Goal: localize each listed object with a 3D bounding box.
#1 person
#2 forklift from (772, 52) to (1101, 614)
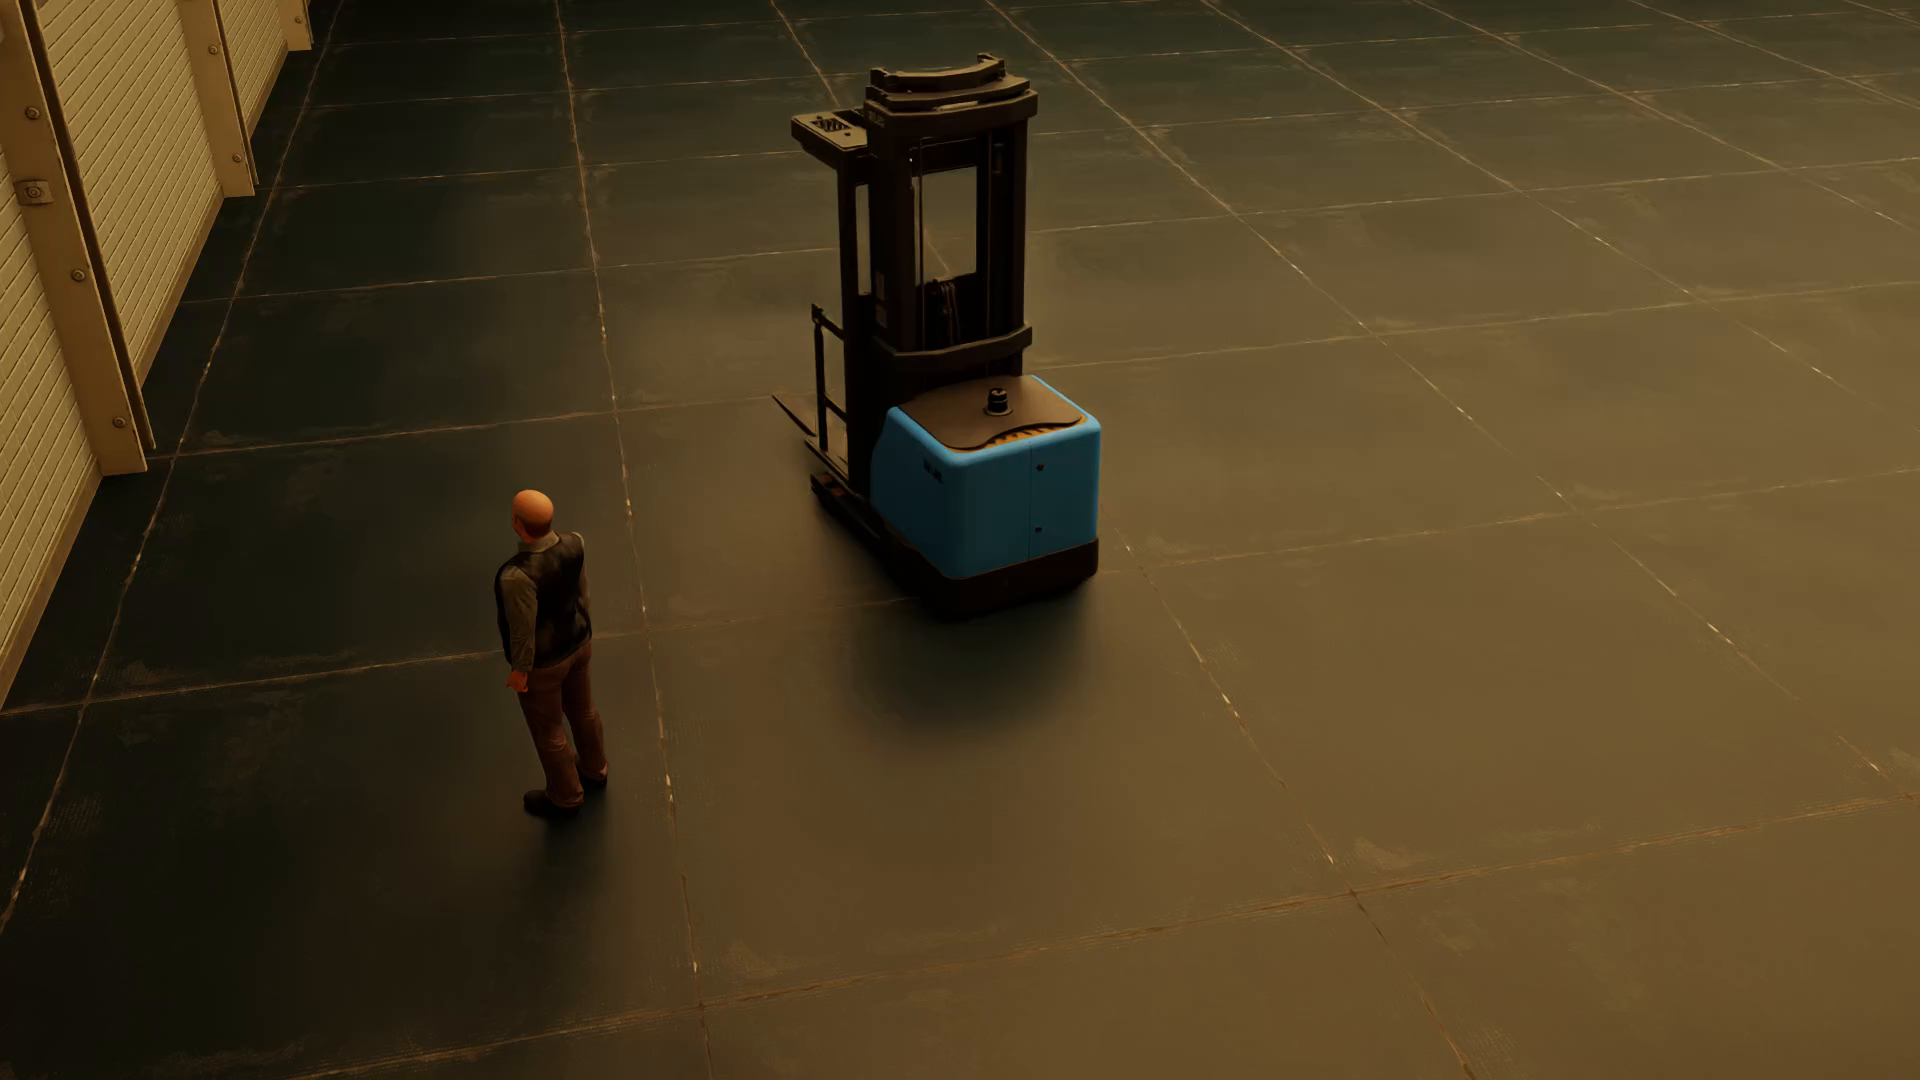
[{"bbox_3d":[-1.949,0.528,7.869,0.360,1.725,0.530,15,33,24],"label":"person"},{"bbox_3d":[-0.324,-1.547,10.247,1.130,2.935,3.031,-15,33,-25],"label":"forklift"}]
